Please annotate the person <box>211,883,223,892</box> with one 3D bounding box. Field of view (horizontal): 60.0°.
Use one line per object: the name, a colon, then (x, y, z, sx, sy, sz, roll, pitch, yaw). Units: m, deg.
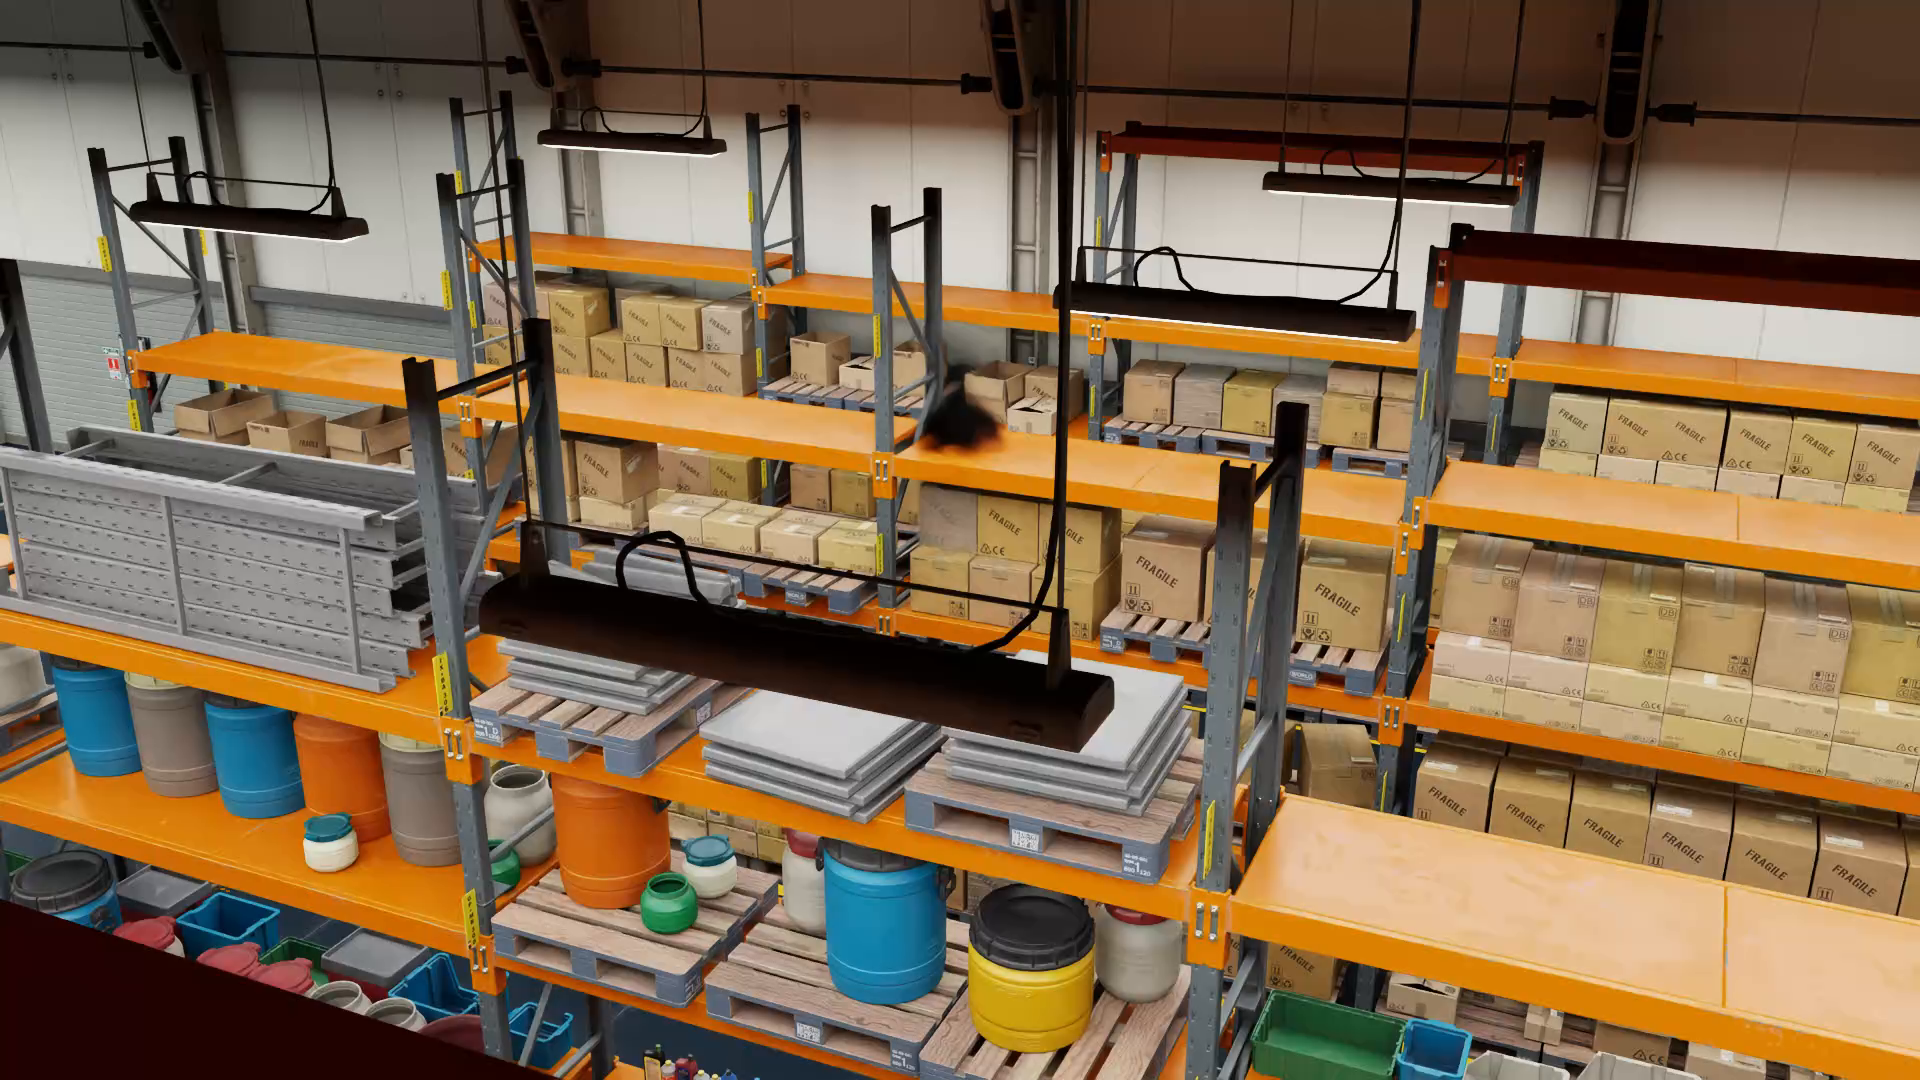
person: (-6.469, 2.251, 14.428, 0.917, 1.611, 0.603, -3, 21, -9)
